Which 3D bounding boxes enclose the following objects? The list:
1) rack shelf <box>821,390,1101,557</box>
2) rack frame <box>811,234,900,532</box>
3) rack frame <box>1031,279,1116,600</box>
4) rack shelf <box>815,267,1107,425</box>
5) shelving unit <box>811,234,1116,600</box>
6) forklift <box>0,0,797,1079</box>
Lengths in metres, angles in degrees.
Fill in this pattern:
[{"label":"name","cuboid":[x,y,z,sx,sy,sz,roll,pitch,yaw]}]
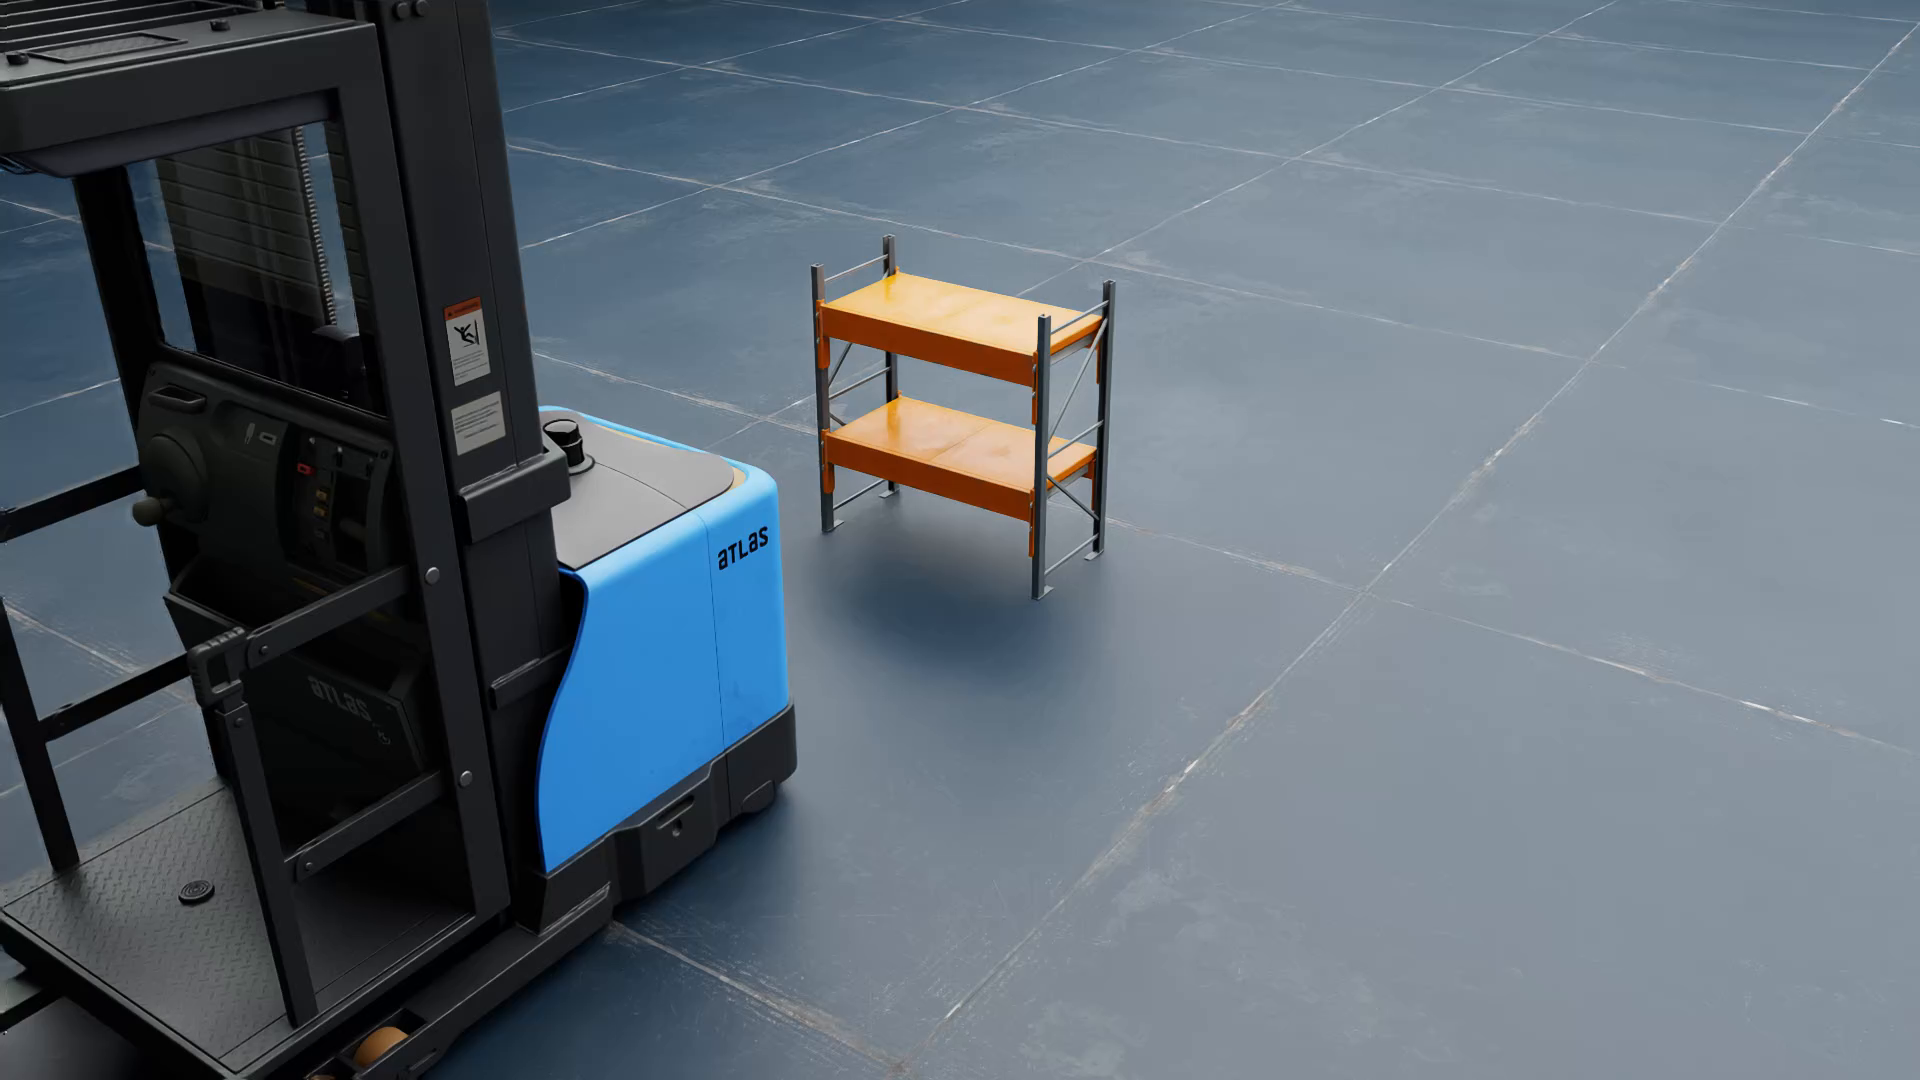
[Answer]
[{"label":"rack shelf","cuboid":[0.006,-0.282,6.602,1.000,0.278,0.538,17,32,30]},{"label":"rack frame","cuboid":[-0.413,-0.630,6.748,0.032,1.125,0.500,17,32,30]},{"label":"rack frame","cuboid":[0.425,-0.369,6.235,0.032,1.125,0.500,17,32,30]},{"label":"rack shelf","cuboid":[0.006,-0.760,6.359,1.000,0.278,0.538,17,32,30]},{"label":"shelving unit","cuboid":[0.006,-0.500,6.491,1.048,1.125,0.538,17,32,30]},{"label":"forklift","cuboid":[-1.759,-0.118,3.751,1.130,2.935,3.031,17,32,30]}]
